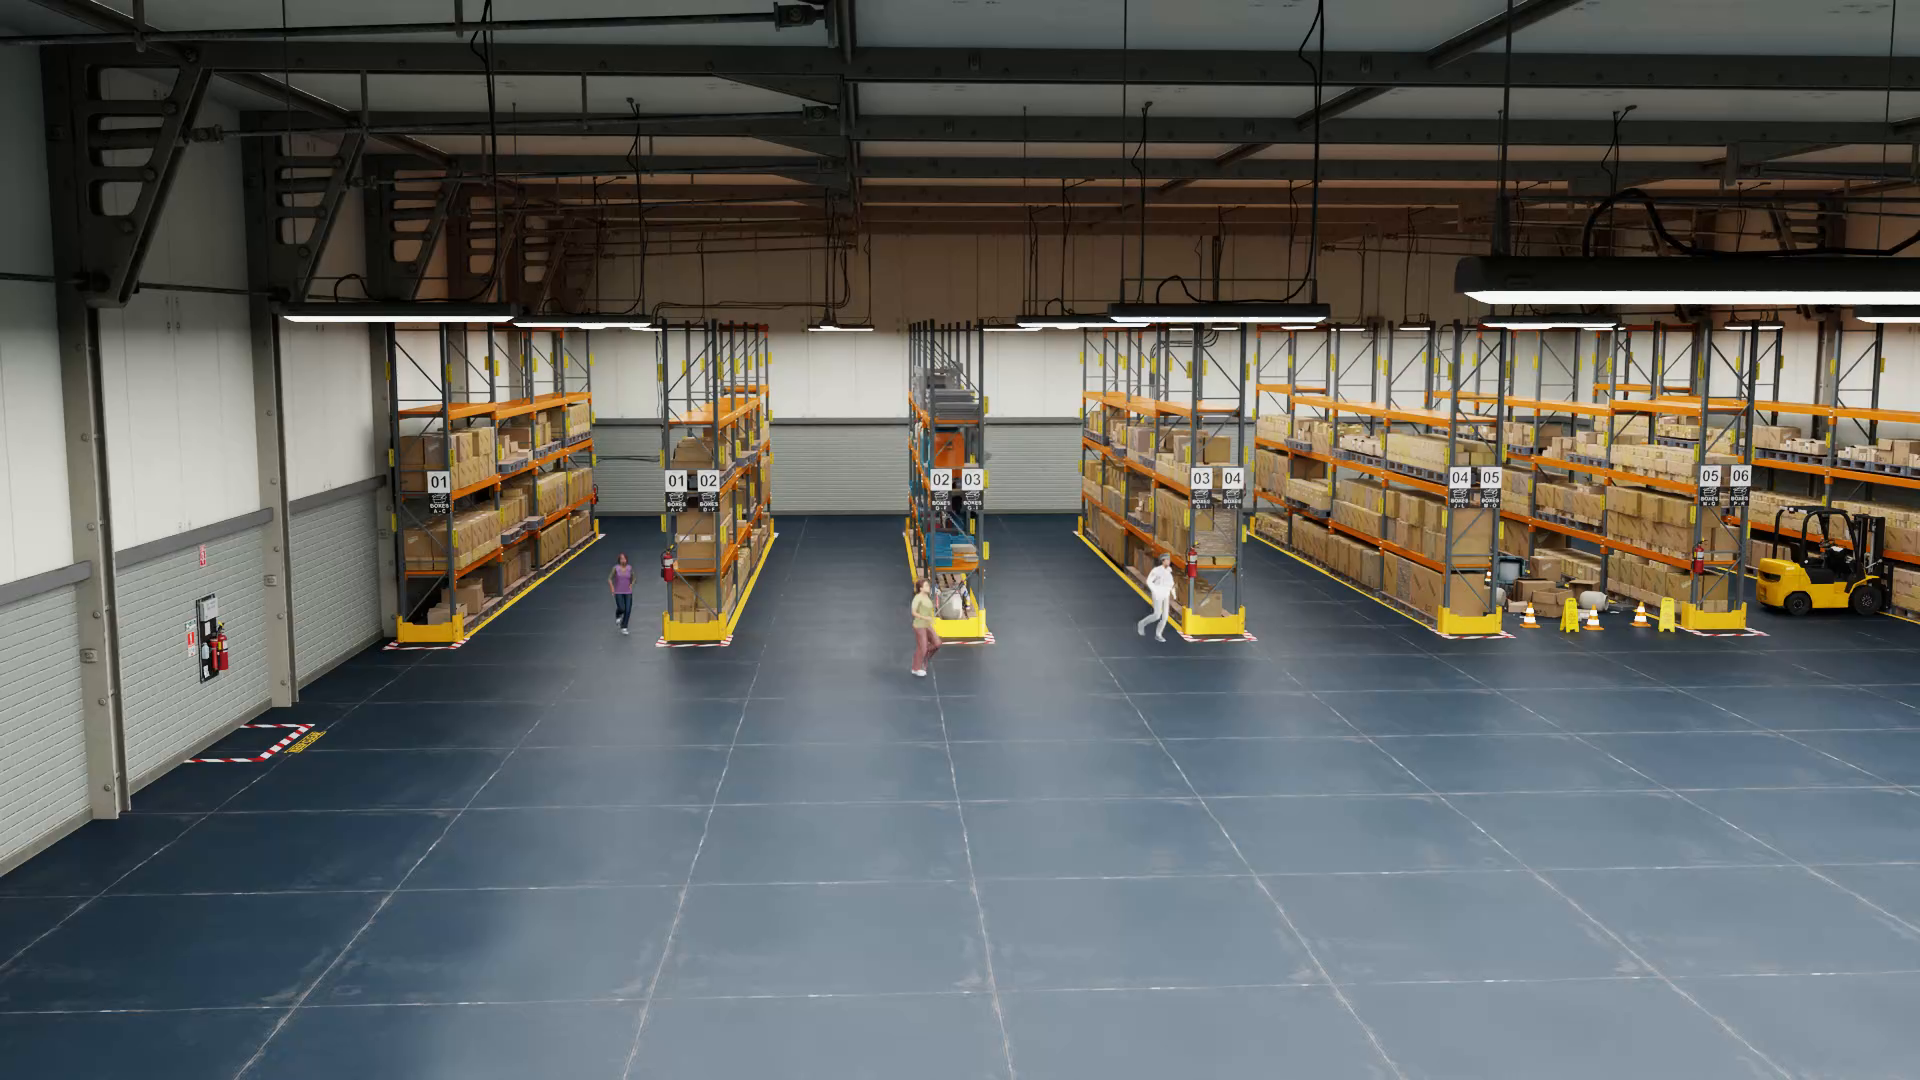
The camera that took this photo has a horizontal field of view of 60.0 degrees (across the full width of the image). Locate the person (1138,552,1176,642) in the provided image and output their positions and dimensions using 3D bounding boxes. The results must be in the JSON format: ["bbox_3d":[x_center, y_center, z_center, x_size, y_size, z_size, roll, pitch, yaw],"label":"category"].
[{"bbox_3d":[3.784,1.046,31.337,0.677,1.647,0.657,-5,9,-36],"label":"person"}]

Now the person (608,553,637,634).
[{"bbox_3d":[-6.445,1.030,31.832,0.533,1.557,0.541,-3,8,-21],"label":"person"}]

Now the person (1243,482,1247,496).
[{"bbox_3d":[8.077,-1.176,49.044,0.687,1.686,0.775,-1,7,-8],"label":"person"}]

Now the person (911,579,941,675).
[{"bbox_3d":[-0.600,1.465,27.921,0.539,1.635,0.592,4,8,28],"label":"person"}]
